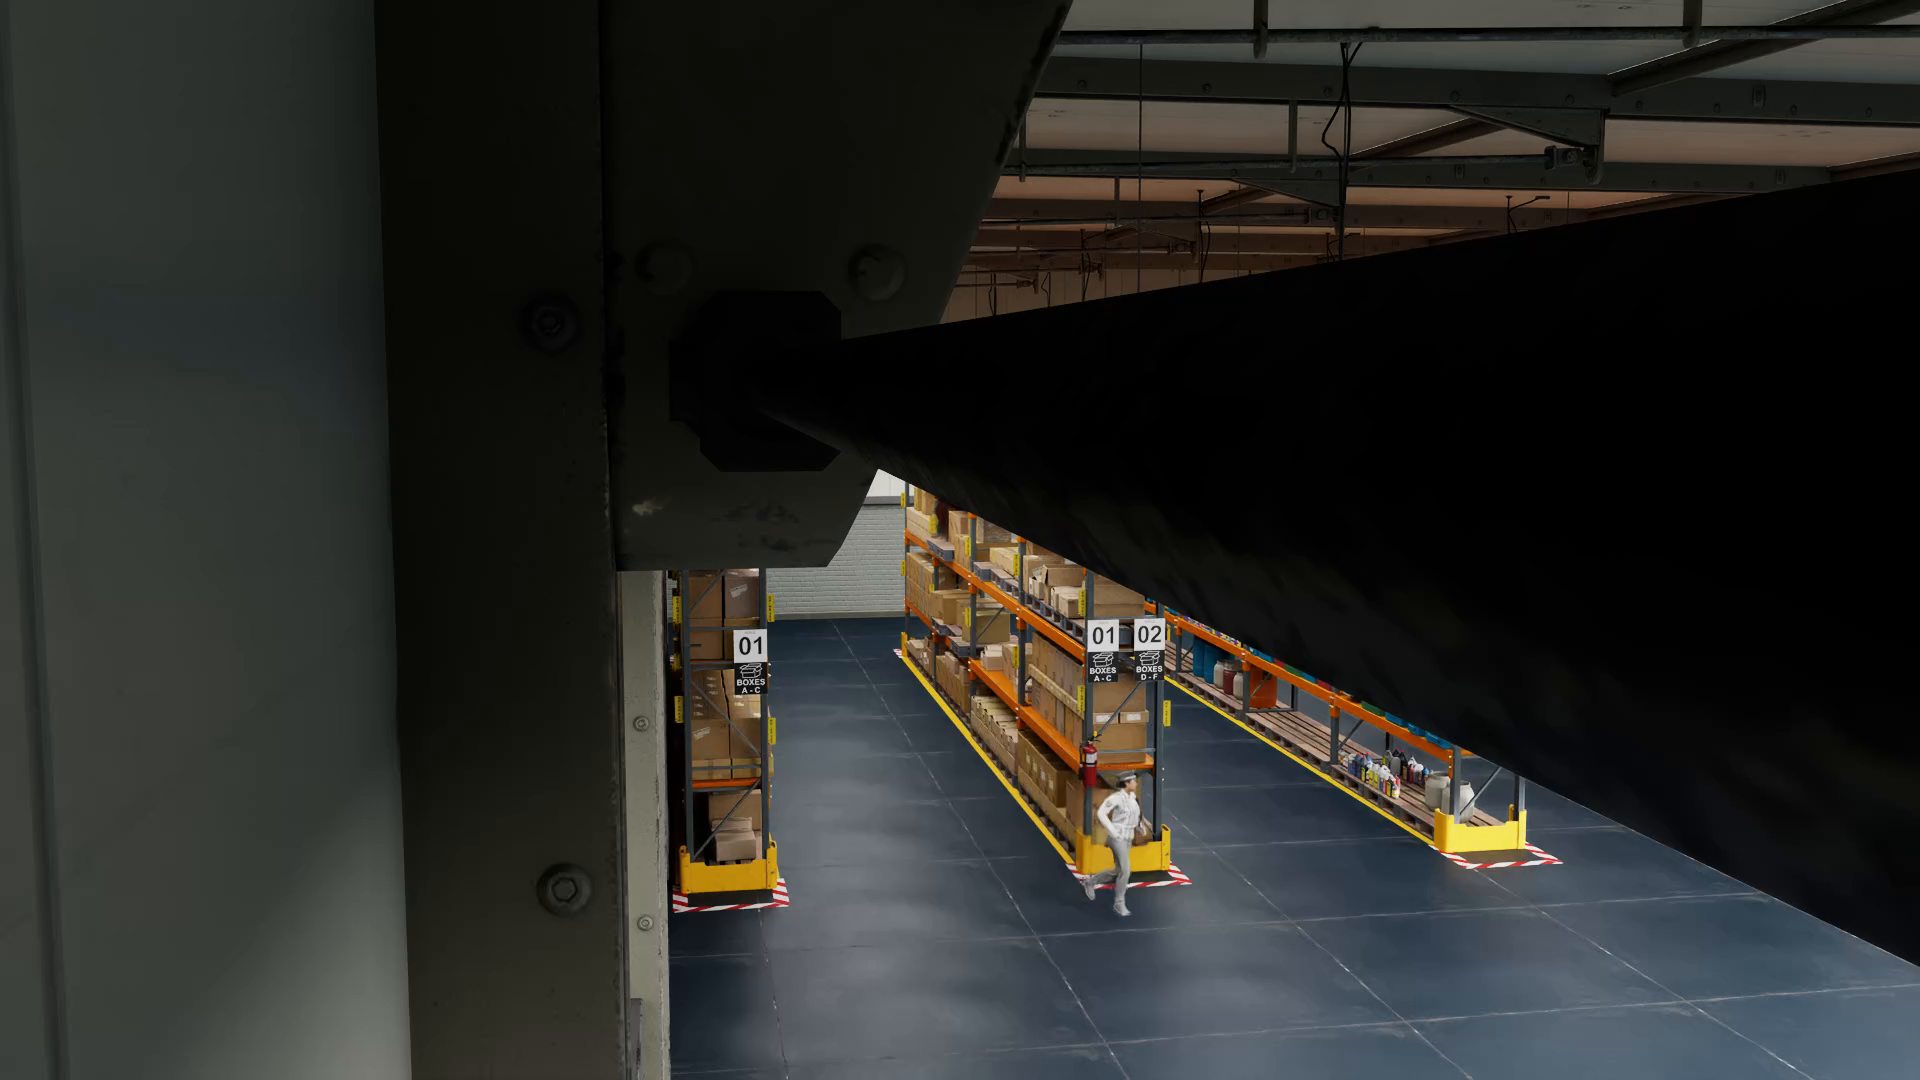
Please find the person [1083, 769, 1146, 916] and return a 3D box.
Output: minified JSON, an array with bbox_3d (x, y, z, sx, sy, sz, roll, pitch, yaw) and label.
[{"bbox_3d":[1.835,3.524,19.585,0.713,1.655,0.563,4,7,35],"label":"person"}]
